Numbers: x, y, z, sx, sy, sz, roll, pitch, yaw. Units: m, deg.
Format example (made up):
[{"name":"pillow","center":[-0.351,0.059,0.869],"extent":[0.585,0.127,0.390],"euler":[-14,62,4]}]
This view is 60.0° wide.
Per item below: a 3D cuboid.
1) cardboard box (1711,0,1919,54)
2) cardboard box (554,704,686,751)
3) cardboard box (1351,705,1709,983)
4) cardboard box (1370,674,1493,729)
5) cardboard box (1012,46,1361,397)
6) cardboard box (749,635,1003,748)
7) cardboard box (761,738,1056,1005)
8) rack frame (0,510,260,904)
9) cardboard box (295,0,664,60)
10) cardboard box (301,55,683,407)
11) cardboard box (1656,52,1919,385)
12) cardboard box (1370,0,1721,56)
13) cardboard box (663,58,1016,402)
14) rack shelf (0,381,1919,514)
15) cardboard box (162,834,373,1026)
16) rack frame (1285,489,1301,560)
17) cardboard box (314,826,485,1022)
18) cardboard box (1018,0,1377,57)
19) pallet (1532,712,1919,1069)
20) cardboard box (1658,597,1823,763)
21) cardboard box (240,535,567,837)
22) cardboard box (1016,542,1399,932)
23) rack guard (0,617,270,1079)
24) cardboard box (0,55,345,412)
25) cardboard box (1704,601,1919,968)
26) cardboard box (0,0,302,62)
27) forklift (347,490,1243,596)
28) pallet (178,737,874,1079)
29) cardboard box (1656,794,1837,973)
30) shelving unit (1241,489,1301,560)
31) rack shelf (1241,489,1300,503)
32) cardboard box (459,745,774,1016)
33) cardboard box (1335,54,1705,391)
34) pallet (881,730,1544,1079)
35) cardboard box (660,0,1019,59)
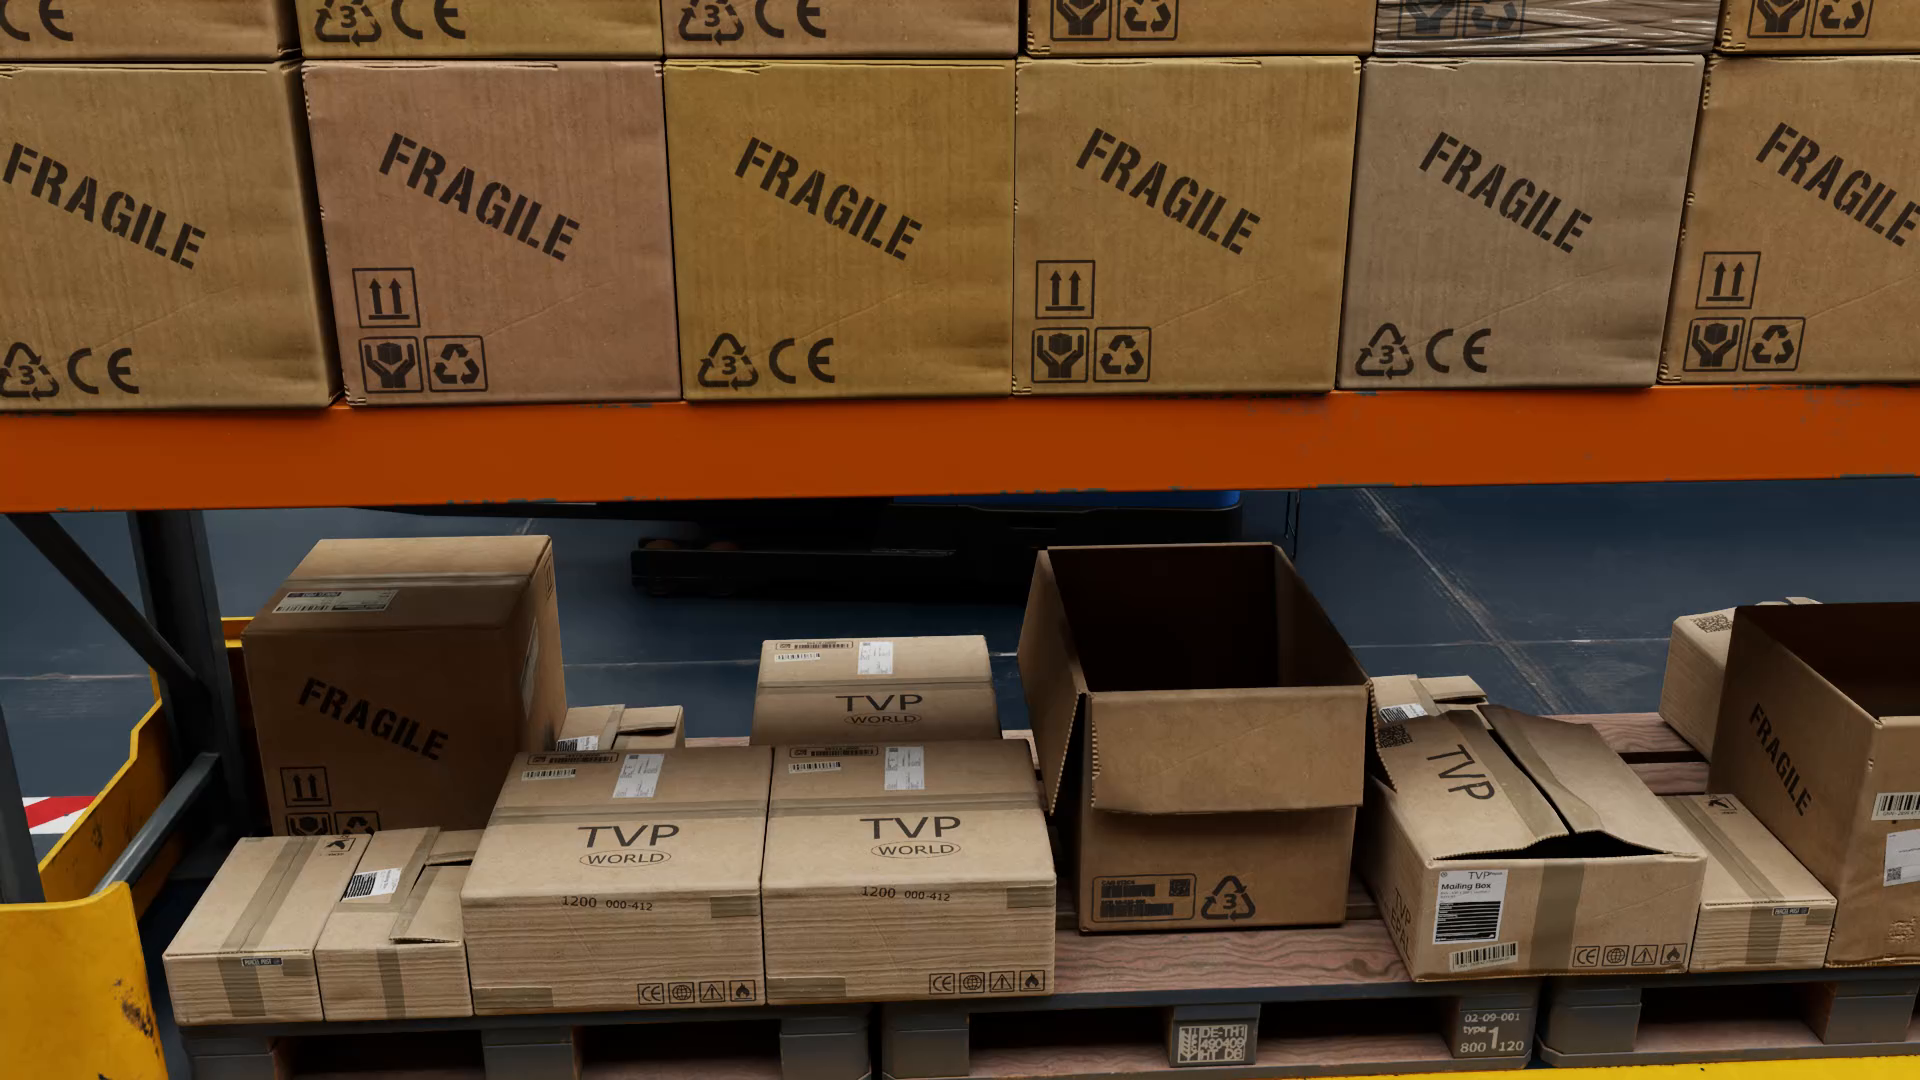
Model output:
[{"name":"cardboard box","center":[1.335,-1.032,2.569],"extent":[0.500,0.500,0.500],"euler":[-2,21,-4]},{"name":"cardboard box","center":[-0.719,0.494,3.472],"extent":[0.250,0.166,0.380],"euler":[-1,21,-3]},{"name":"cardboard box","center":[1.035,0.547,3.128],"extent":[0.500,0.311,0.500],"euler":[-1,21,-3]},{"name":"cardboard box","center":[1.042,0.440,3.613],"extent":[0.250,0.166,0.380],"euler":[-1,21,-3]},{"name":"cardboard box","center":[0.316,-0.543,2.692],"extent":[0.500,0.500,0.500],"euler":[-1,21,-2]},{"name":"cardboard box","center":[-0.178,0.422,3.542],"extent":[0.500,0.250,0.500],"euler":[-1,21,-3]},{"name":"cardboard box","center":[-0.100,0.599,3.079],"extent":[0.500,0.250,0.500],"euler":[-1,21,-3]},{"name":"rack frame","center":[-1.657,-0.550,2.850],"extent":[0.127,3.000,1.000],"euler":[-1,21,-3]},{"name":"cardboard box","center":[-0.678,-0.993,2.467],"extent":[0.500,0.500,0.500],"euler":[-1,21,-2]},{"name":"cardboard box","center":[-0.684,-0.524,2.642],"extent":[0.500,0.500,0.500],"euler":[-1,21,-4]},{"name":"cardboard box","center":[1.337,-0.566,2.751],"extent":[0.500,0.500,0.500],"euler":[-1,21,-2]},{"name":"cardboard box","center":[0.832,-1.022,2.543],"extent":[0.500,0.500,0.500],"euler":[-1,21,-3]},{"name":"cardboard box","center":[-0.183,-0.534,2.666],"extent":[0.500,0.500,0.500],"euler":[-1,21,-3]},{"name":"rack shelf","center":[0.340,-0.254,3.085],"extent":[4.000,0.370,1.077],"euler":[-1,21,-3]},{"name":"cardboard box","center":[-1.219,0.690,2.981],"extent":[0.250,0.149,0.380],"euler":[-1,21,-3]},{"name":"rack frame","center":[1.104,-0.398,5.400],"extent":[0.006,0.900,0.240],"euler":[1,21,3]},{"name":"cardboard box","center":[-0.970,0.677,2.991],"extent":[0.250,0.166,0.380],"euler":[-1,21,-3]},{"name":"cardboard box","center":[0.329,-1.012,2.517],"extent":[0.500,0.500,0.500],"euler":[-1,21,-4]},{"name":"pallet","center":[1.651,0.686,3.524],"extent":[1.213,0.211,1.003],"euler":[-1,21,-3]},{"name":"cardboard box","center":[1.905,0.351,3.643],"extent":[0.500,0.311,0.500],"euler":[-1,21,-3]},{"name":"cardboard box","center":[-1.128,0.314,3.475],"extent":[0.500,0.500,0.500],"euler":[-1,21,-3]},{"name":"cardboard box","center":[0.461,0.370,3.324],"extent":[0.637,0.503,0.797],"euler":[-1,21,-3]},{"name":"rack guard","center":[-1.581,0.617,3.299],"extent":[0.348,0.500,1.175],"euler":[-1,21,-3]},{"name":"cardboard box","center":[-1.199,-0.512,2.610],"extent":[0.500,0.500,0.500],"euler":[-1,21,-2]},{"name":"cardboard box","center":[1.784,0.444,3.135],"extent":[0.500,0.500,0.500],"euler":[-1,21,-3]},{"name":"cardboard box","center":[-1.199,-0.979,2.432],"extent":[0.500,0.500,0.500],"euler":[-1,21,-1]},{"name":"forklift","center":[-0.624,-1.383,5.133],"extent":[3.031,2.935,1.130],"euler":[1,21,3]},{"name":"pallet","center":[-0.785,0.735,3.394],"extent":[1.213,0.211,1.003],"euler":[-1,21,-3]},{"name":"cardboard box","center":[1.413,0.637,3.121],"extent":[0.250,0.149,0.380],"euler":[-1,21,-3]},{"name":"shelving unit","center":[1.002,-0.400,5.406],"extent":[0.210,0.900,0.258],"euler":[1,21,3]},{"name":"rack shelf","center":[1.002,-0.200,5.482],"extent":[0.200,0.077,0.258],"euler":[1,21,3]},{"name":"cardboard box","center":[-0.599,0.609,3.052],"extent":[0.500,0.250,0.500],"euler":[-1,21,-3]},{"name":"cardboard box","center":[0.825,-0.555,2.721],"extent":[0.500,0.500,0.500],"euler":[-1,21,-2]},{"name":"pallet","center":[0.430,0.711,3.456],"extent":[1.213,0.211,1.003],"euler":[-1,21,-3]},{"name":"cardboard box","center":[-0.178,-1.001,2.489],"extent":[0.500,0.500,0.500],"euler":[-1,21,-2]}]
